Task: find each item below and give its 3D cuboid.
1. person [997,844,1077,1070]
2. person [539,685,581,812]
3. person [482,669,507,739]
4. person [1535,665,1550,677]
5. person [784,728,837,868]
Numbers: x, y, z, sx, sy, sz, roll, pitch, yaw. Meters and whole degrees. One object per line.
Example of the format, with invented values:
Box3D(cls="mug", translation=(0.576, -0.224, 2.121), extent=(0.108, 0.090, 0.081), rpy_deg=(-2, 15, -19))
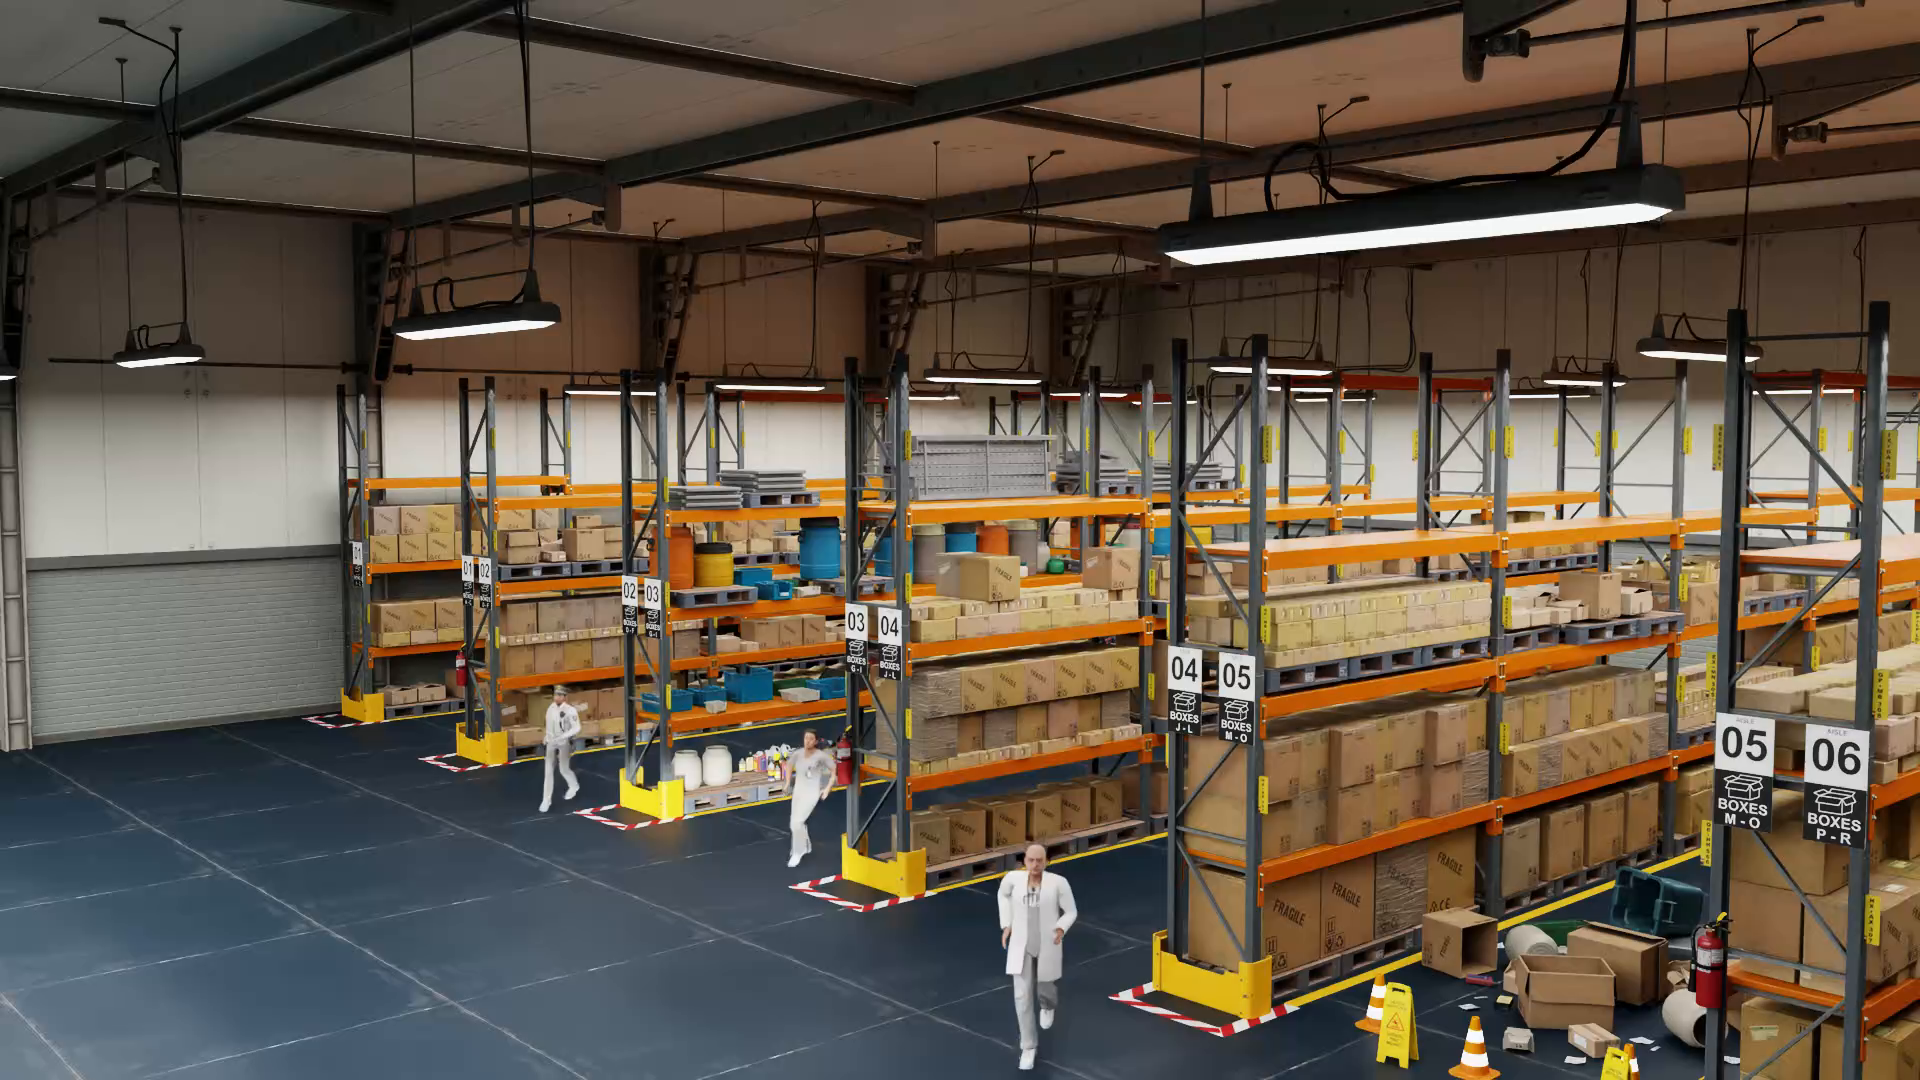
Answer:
Box3D(cls="person", translation=(0.637, 3.377, 13.839), extent=(0.686, 1.767, 1.001), rpy_deg=(1, 4, 9))
Box3D(cls="person", translation=(-5.474, 2.815, 22.810), extent=(0.612, 1.693, 0.854), rpy_deg=(1, 4, 15))
Box3D(cls="person", translation=(-7.709, 2.470, 27.966), extent=(0.574, 1.674, 0.911), rpy_deg=(3, 5, 36))
Box3D(cls="person", translation=(8.721, 2.657, 24.982), extent=(0.856, 1.740, 0.714), rpy_deg=(-4, 5, -44))
Box3D(cls="person", translation=(-1.806, 3.052, 19.761), extent=(0.625, 1.660, 0.666), rpy_deg=(2, 4, 30))
